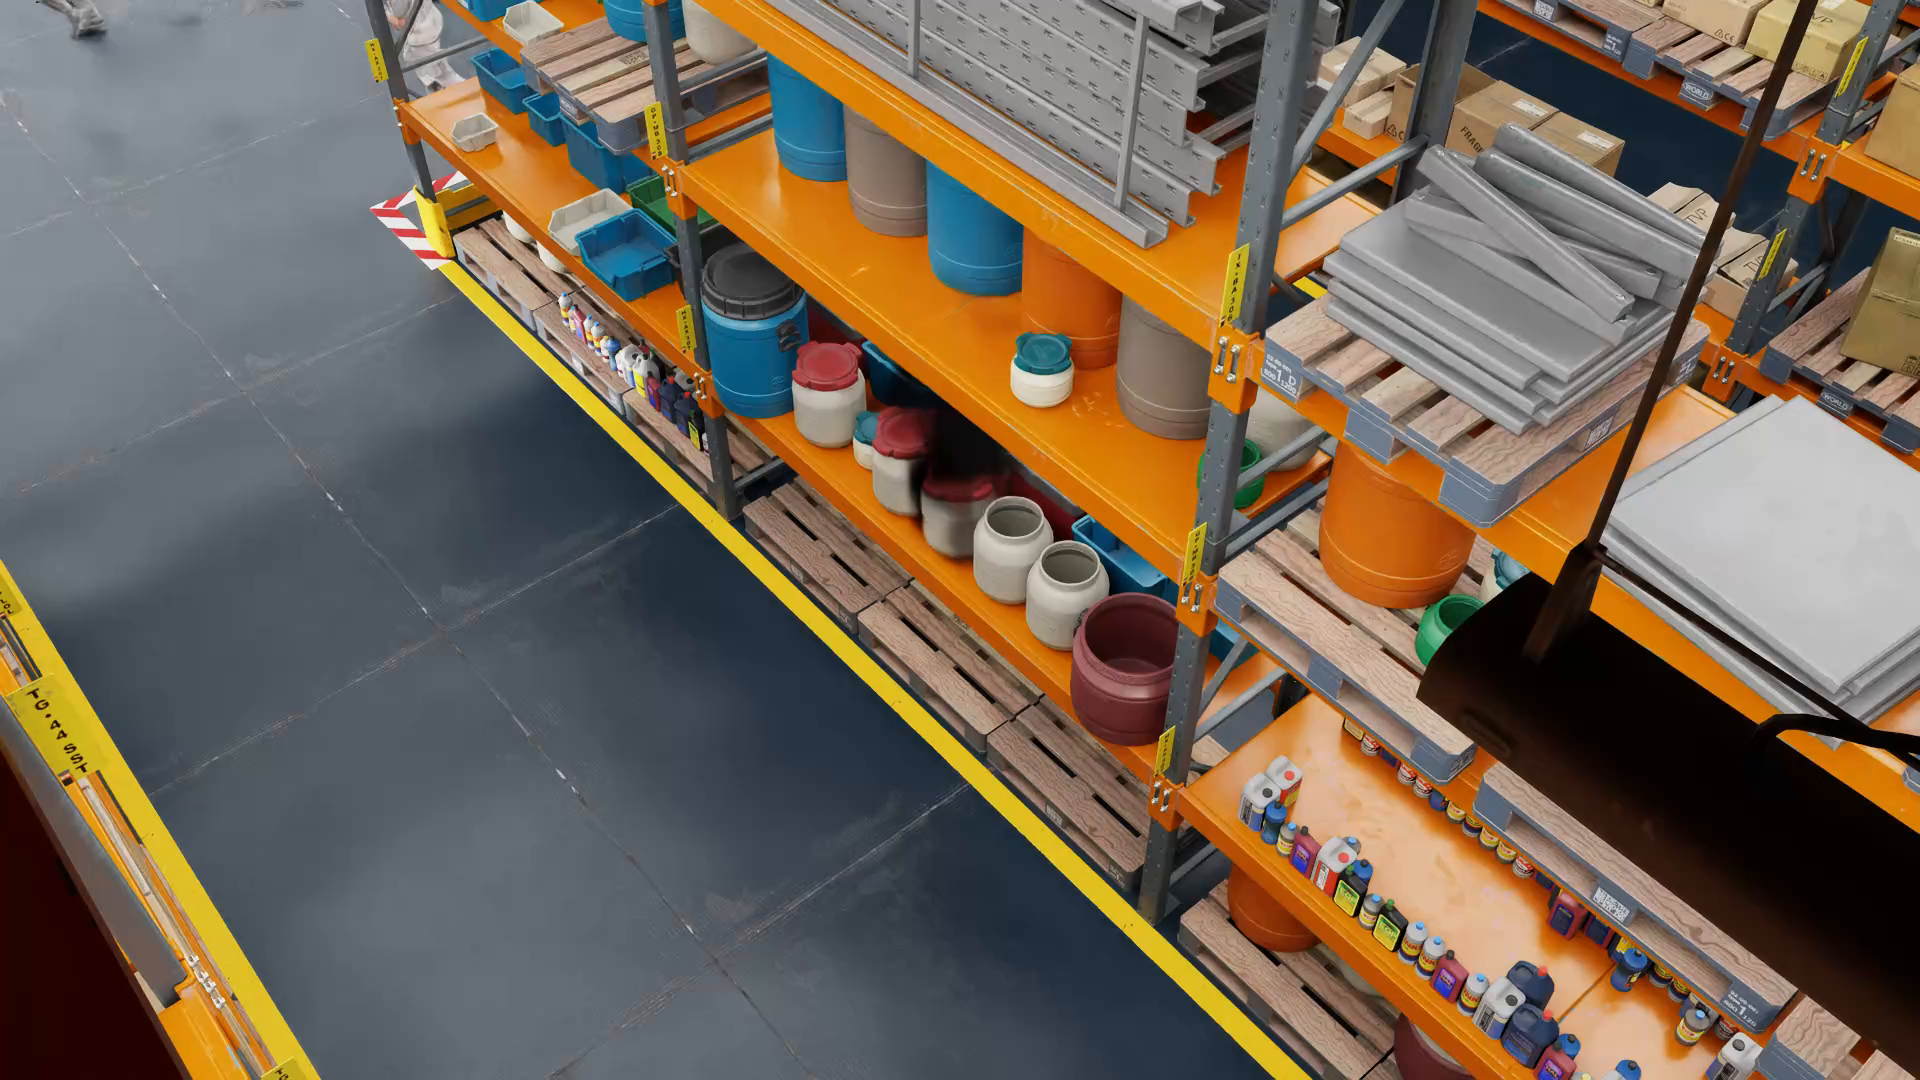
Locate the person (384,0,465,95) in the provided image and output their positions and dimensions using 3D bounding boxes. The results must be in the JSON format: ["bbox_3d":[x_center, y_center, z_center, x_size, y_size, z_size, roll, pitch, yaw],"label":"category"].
[{"bbox_3d":[-4.388,-4.138,13.721,0.728,1.826,0.685,4,47,4],"label":"person"}]

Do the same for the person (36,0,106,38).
[{"bbox_3d":[-8.248,-5.279,14.835,0.618,1.671,0.635,-9,47,-9],"label":"person"}]
